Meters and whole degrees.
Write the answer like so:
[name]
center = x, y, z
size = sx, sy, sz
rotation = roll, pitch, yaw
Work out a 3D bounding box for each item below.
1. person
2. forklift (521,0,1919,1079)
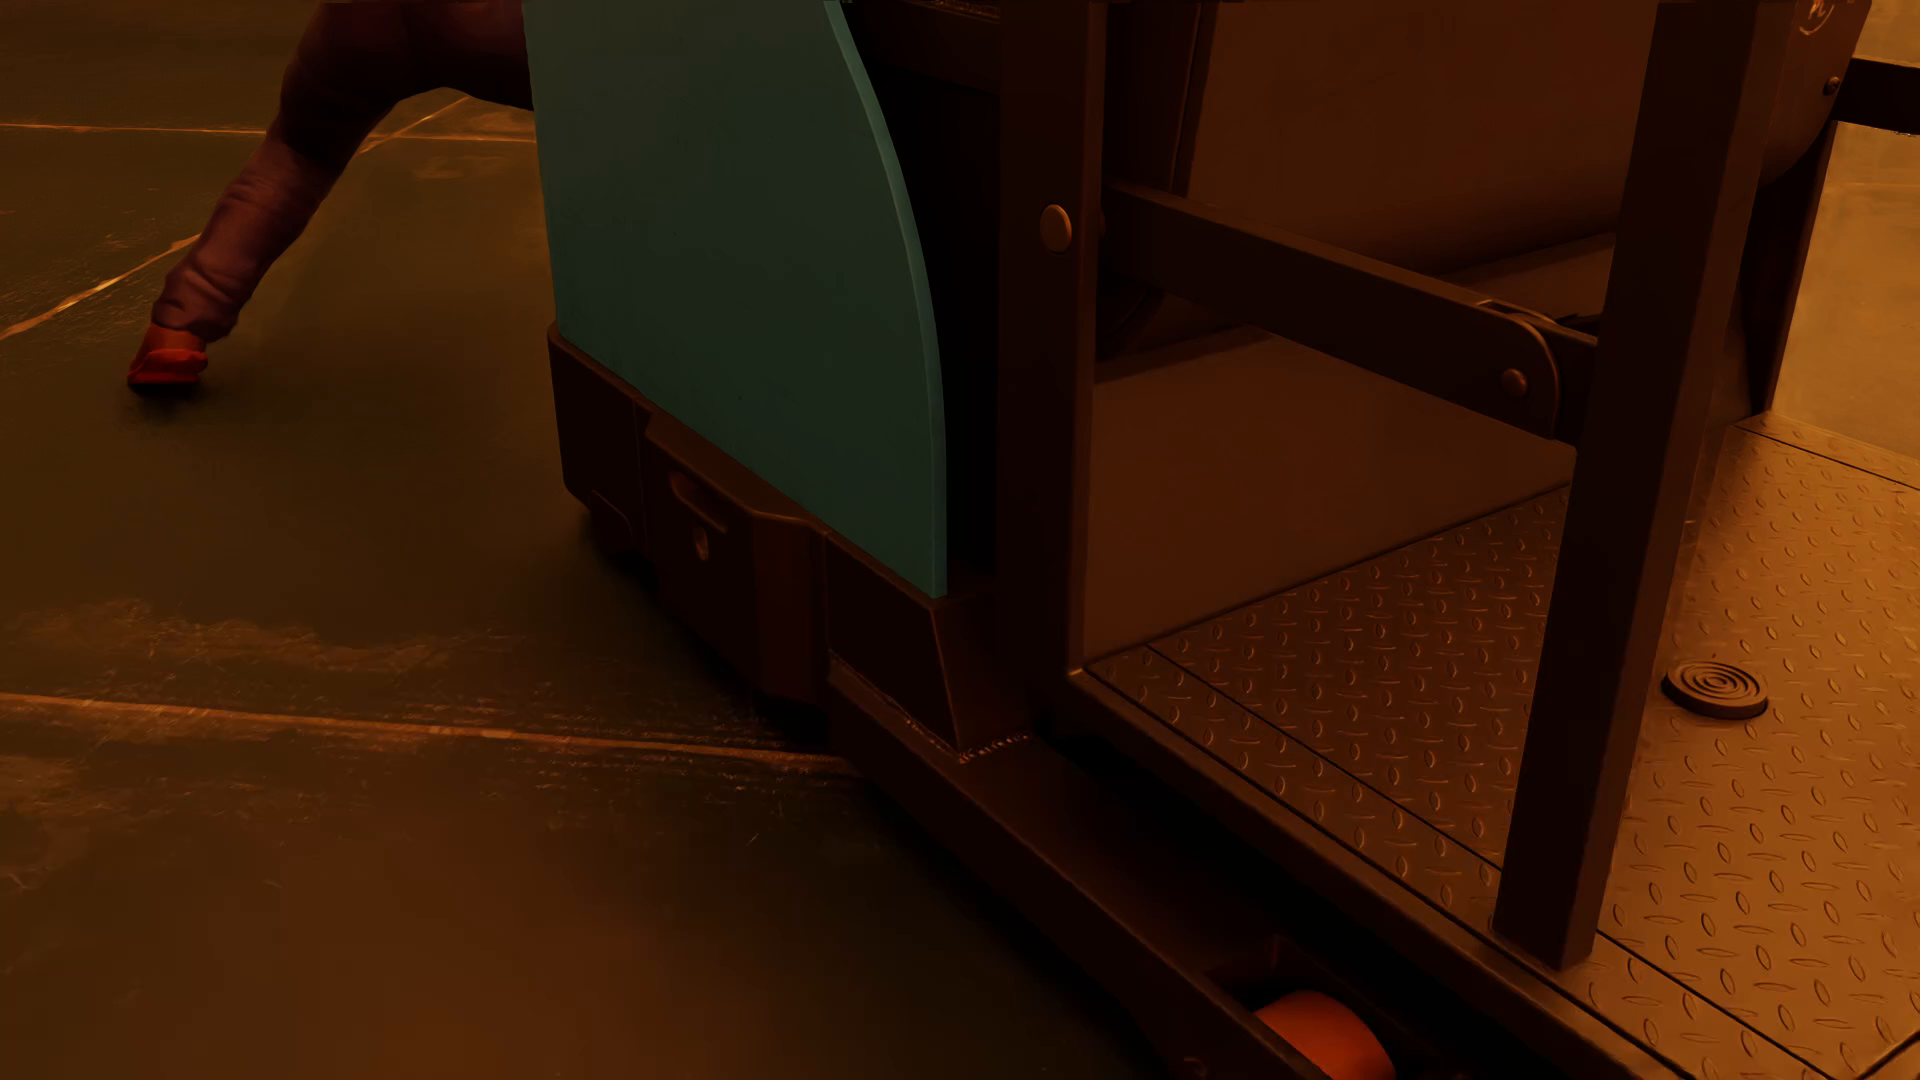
[person]
center = -0.884, -1.016, 2.927
size = 1.195, 1.470, 0.902
rotation = 7, 27, 13
[forklift]
center = 0.652, -0.936, 1.092
size = 1.130, 2.935, 3.031
rotation = -17, 31, -31
